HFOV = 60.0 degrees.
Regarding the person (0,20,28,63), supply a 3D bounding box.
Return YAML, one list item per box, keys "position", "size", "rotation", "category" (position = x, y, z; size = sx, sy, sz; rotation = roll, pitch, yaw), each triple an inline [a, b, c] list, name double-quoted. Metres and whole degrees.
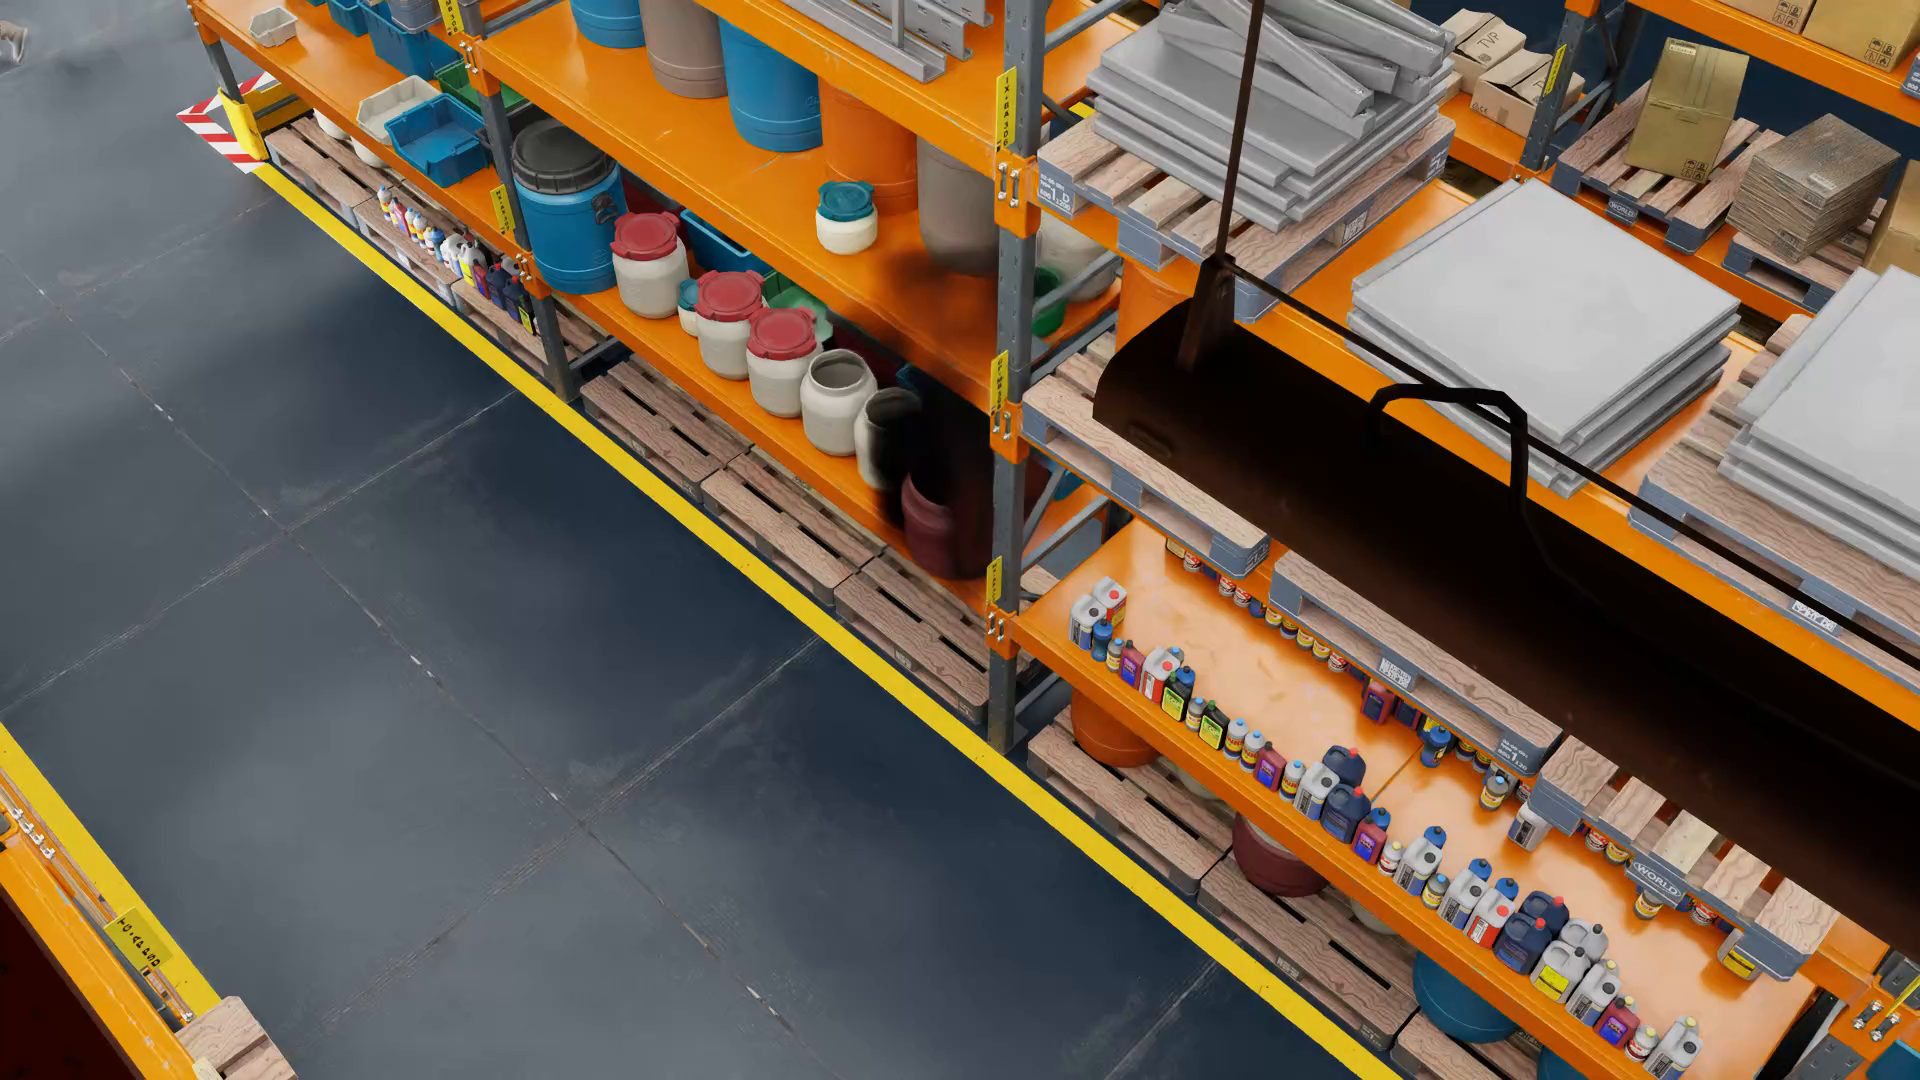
- position: [-7.877, -4.497, 13.059]
  size: [0.666, 1.703, 0.688]
  rotation: [-10, 51, -8]
  category: "person"
